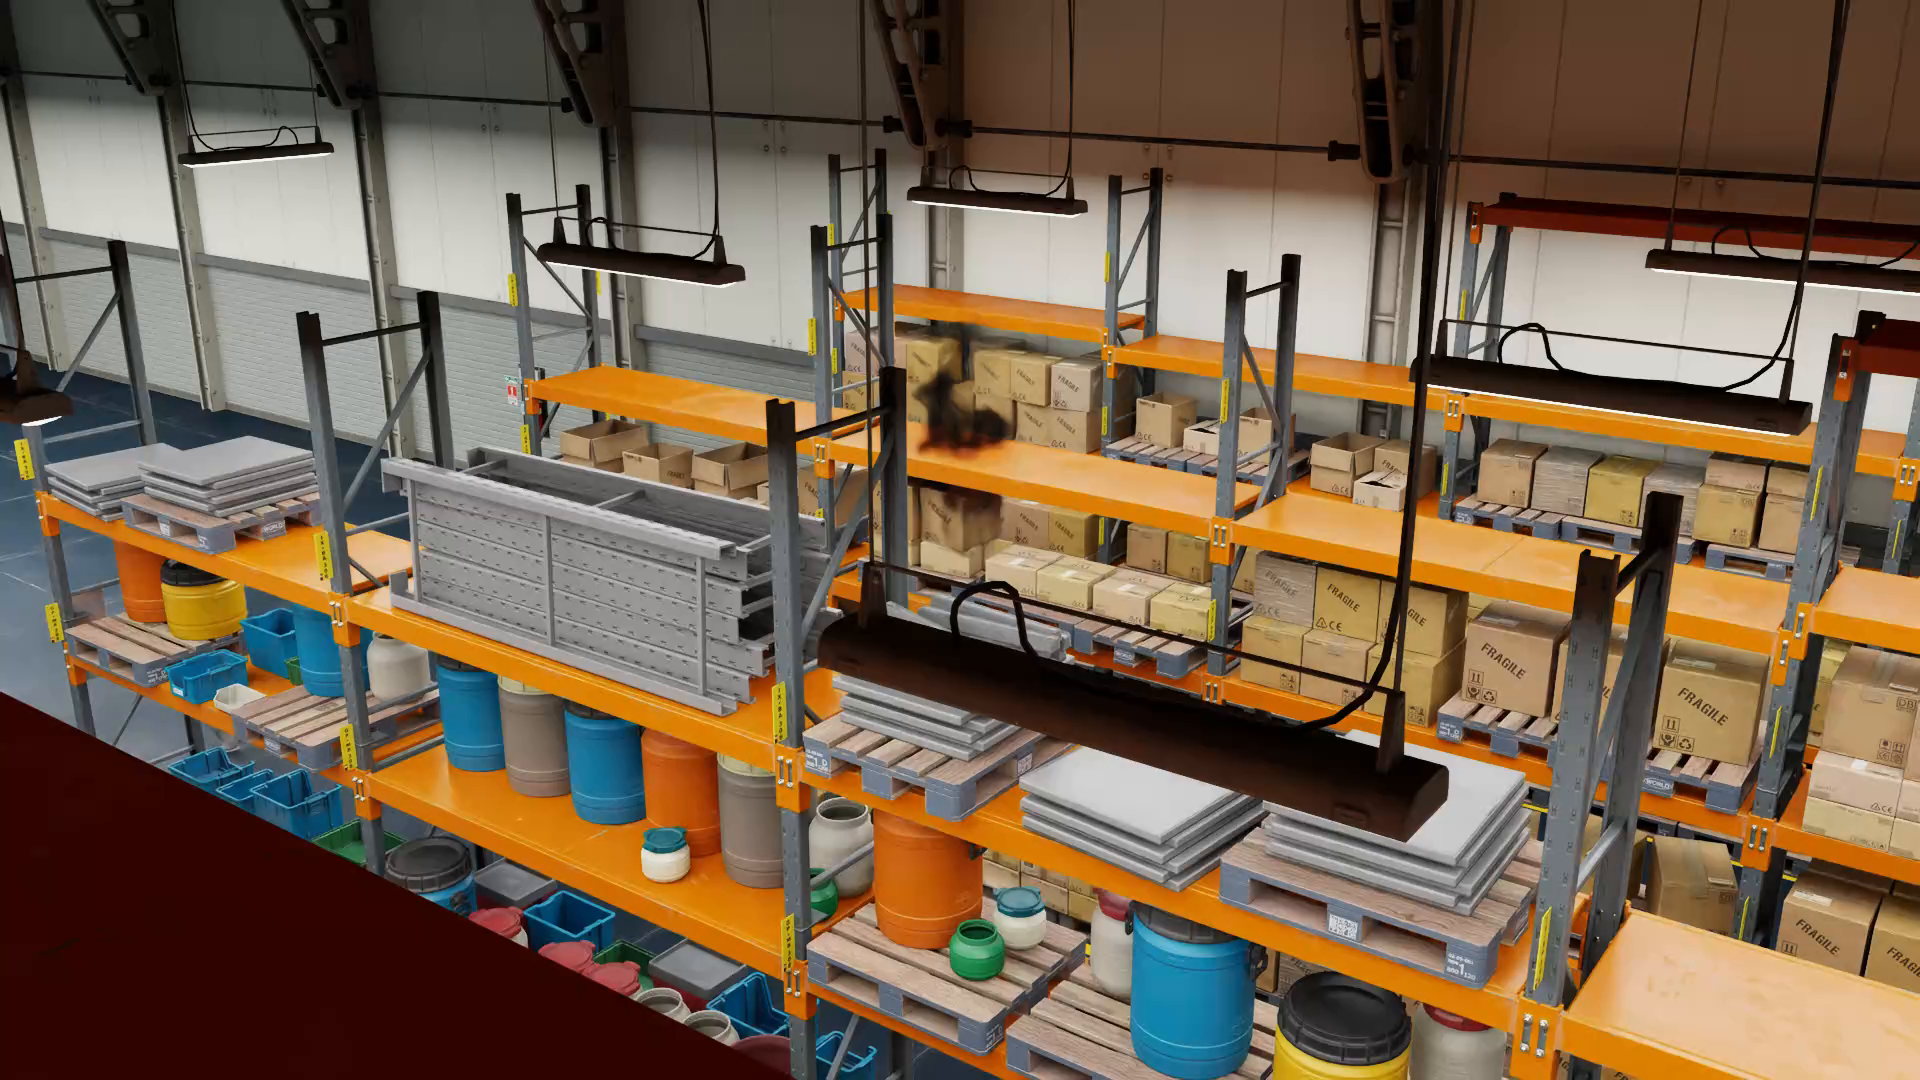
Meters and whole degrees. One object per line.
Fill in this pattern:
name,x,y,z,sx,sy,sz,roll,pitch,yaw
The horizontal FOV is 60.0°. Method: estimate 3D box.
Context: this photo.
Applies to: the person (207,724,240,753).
person,-8.046,1.531,17.944,0.554,1.646,0.572,-10,21,-27
